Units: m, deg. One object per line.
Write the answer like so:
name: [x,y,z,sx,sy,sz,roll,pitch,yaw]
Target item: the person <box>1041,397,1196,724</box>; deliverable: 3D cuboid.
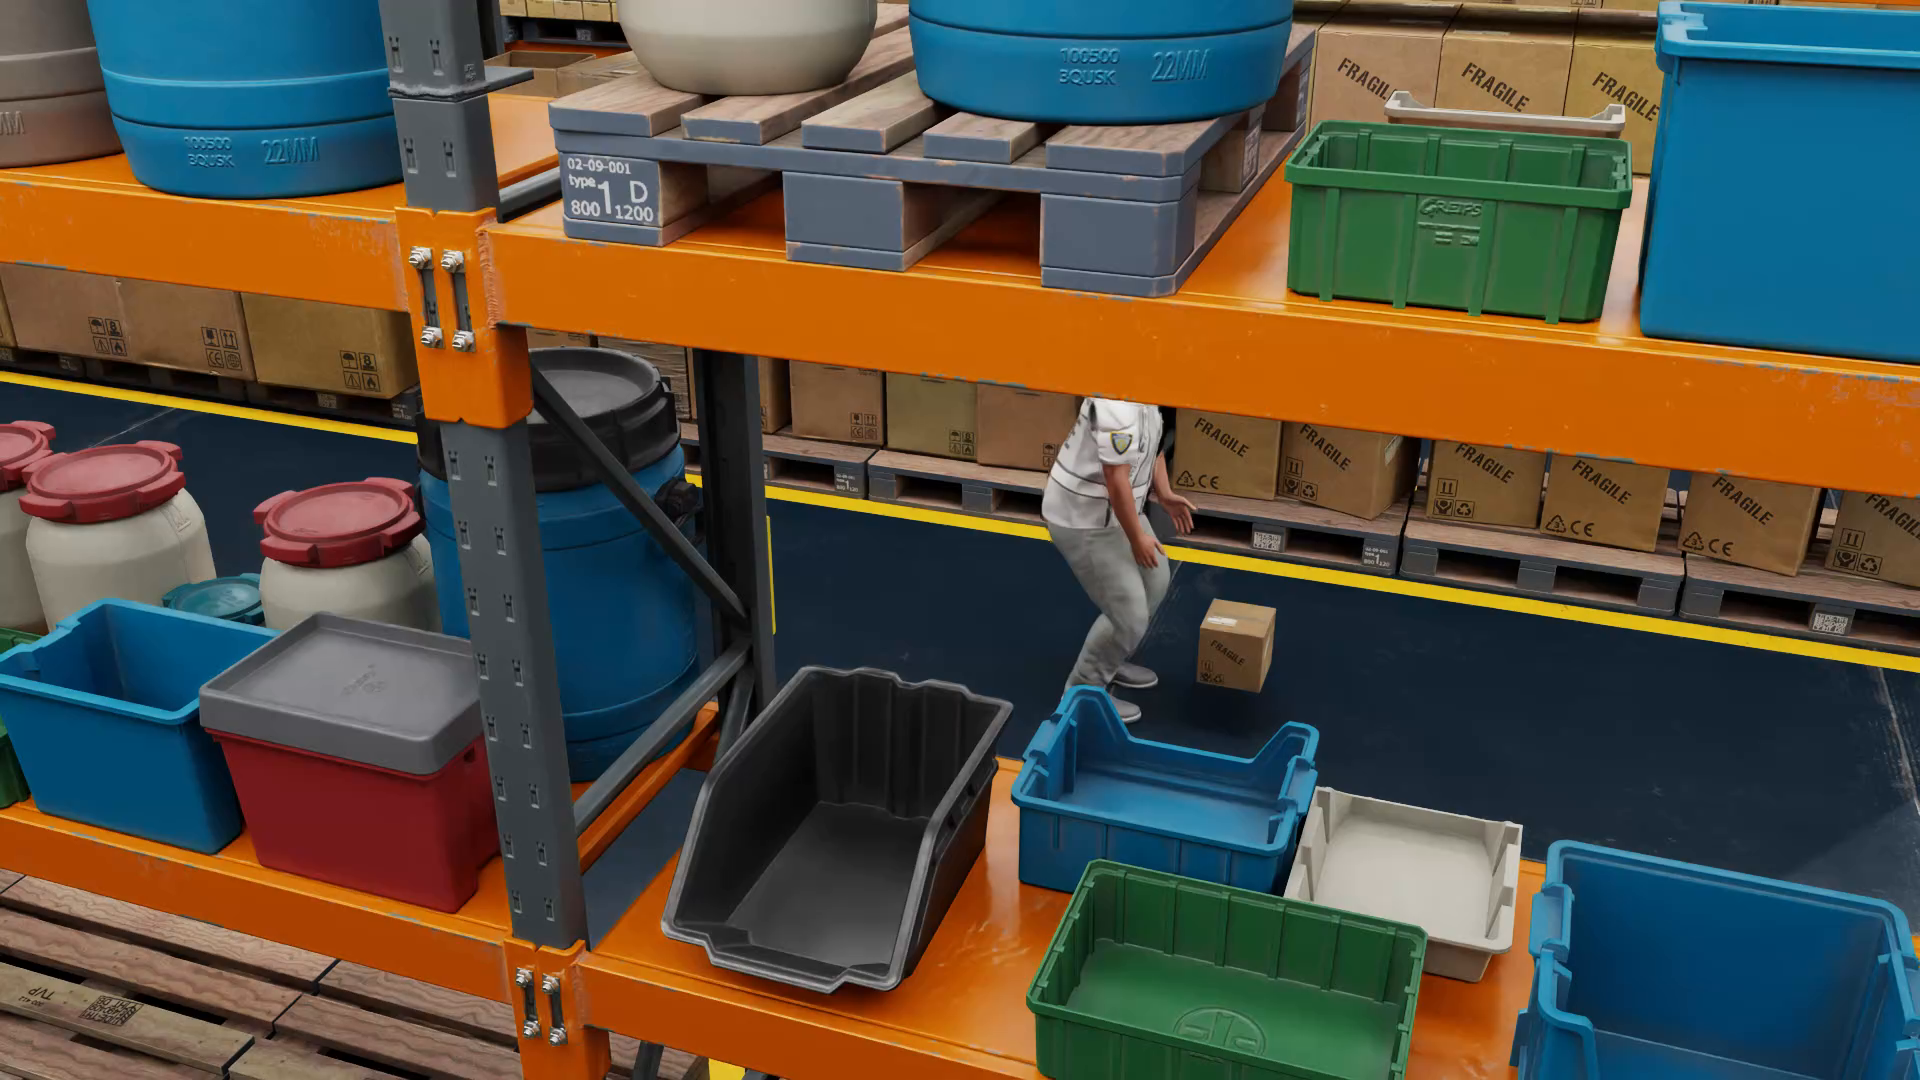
person: [0.643,-0.106,6.478,0.608,1.633,0.575,9,27,18]
